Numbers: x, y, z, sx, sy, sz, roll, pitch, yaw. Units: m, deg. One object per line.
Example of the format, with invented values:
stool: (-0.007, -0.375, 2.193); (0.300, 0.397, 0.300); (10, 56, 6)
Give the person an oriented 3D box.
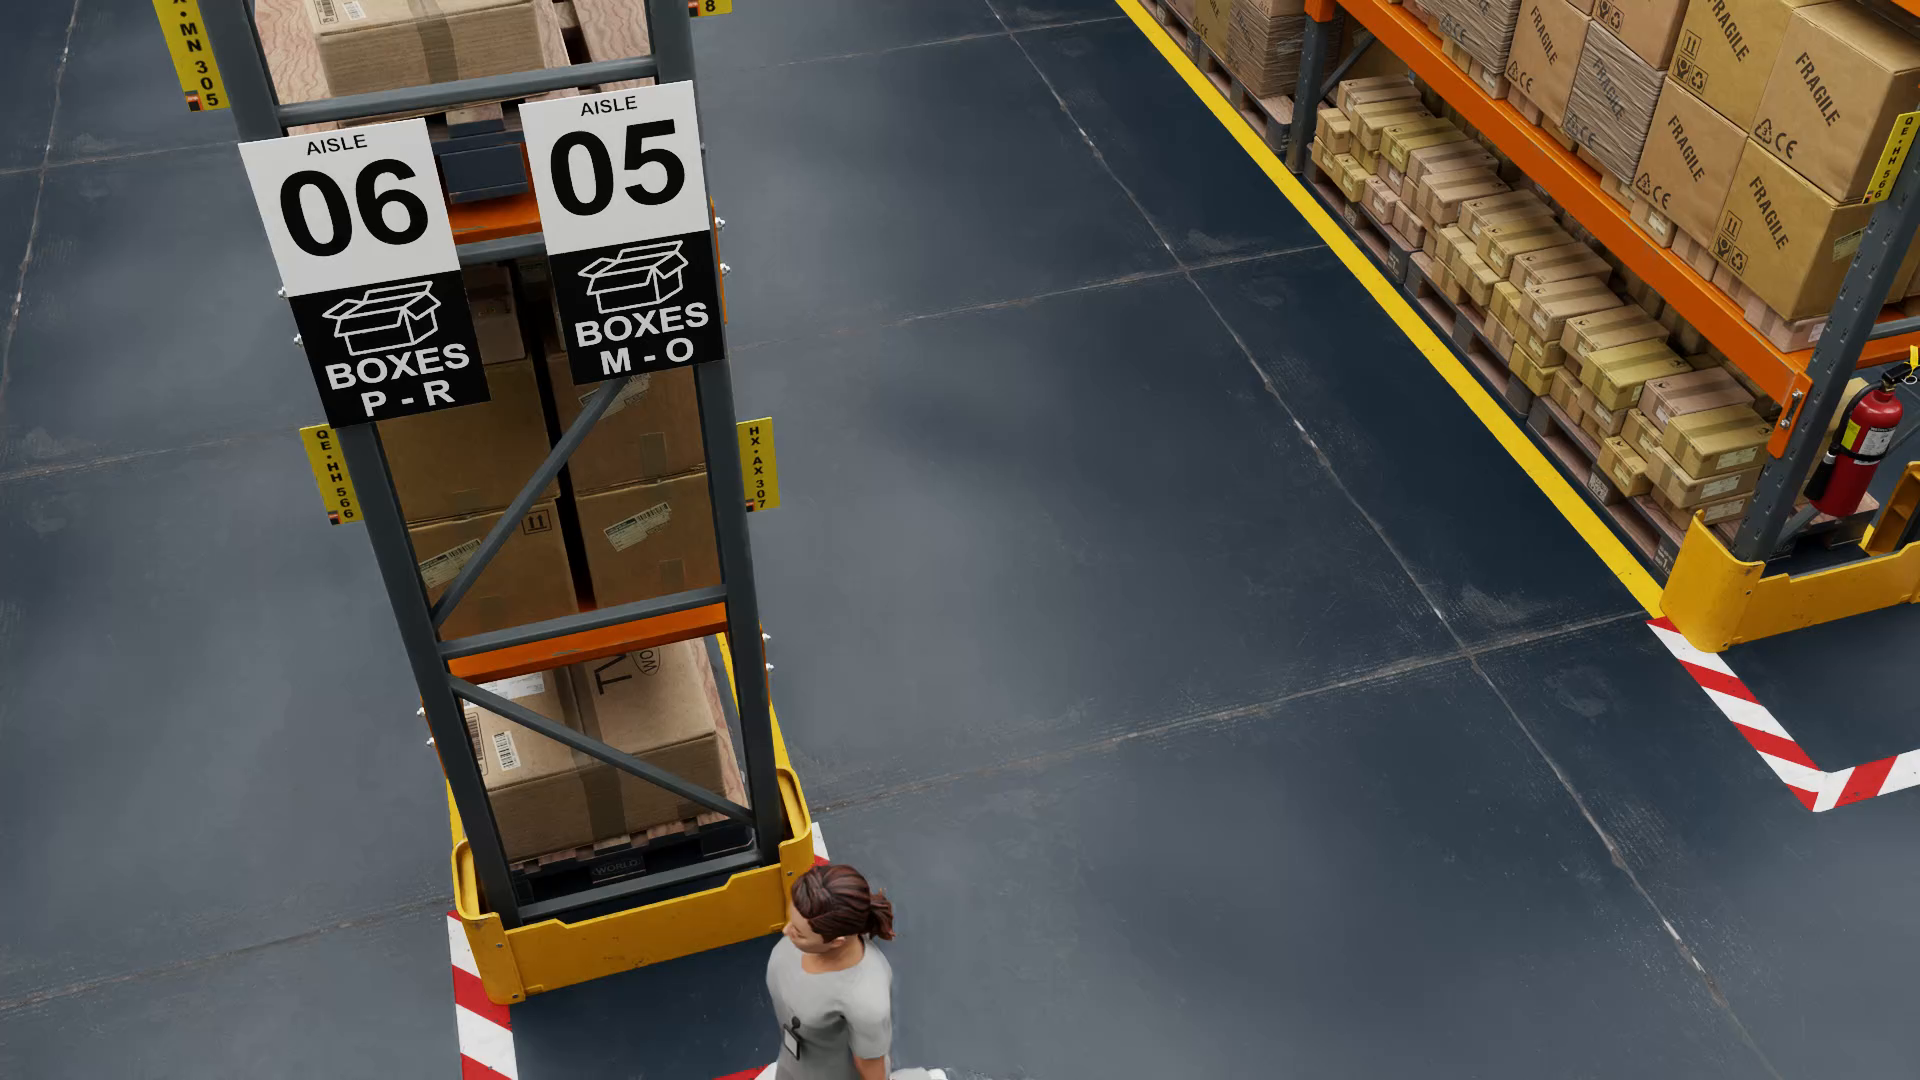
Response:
person: (-0.313, 1.433, 4.591); (0.699, 1.655, 0.490); (-19, 46, -20)
